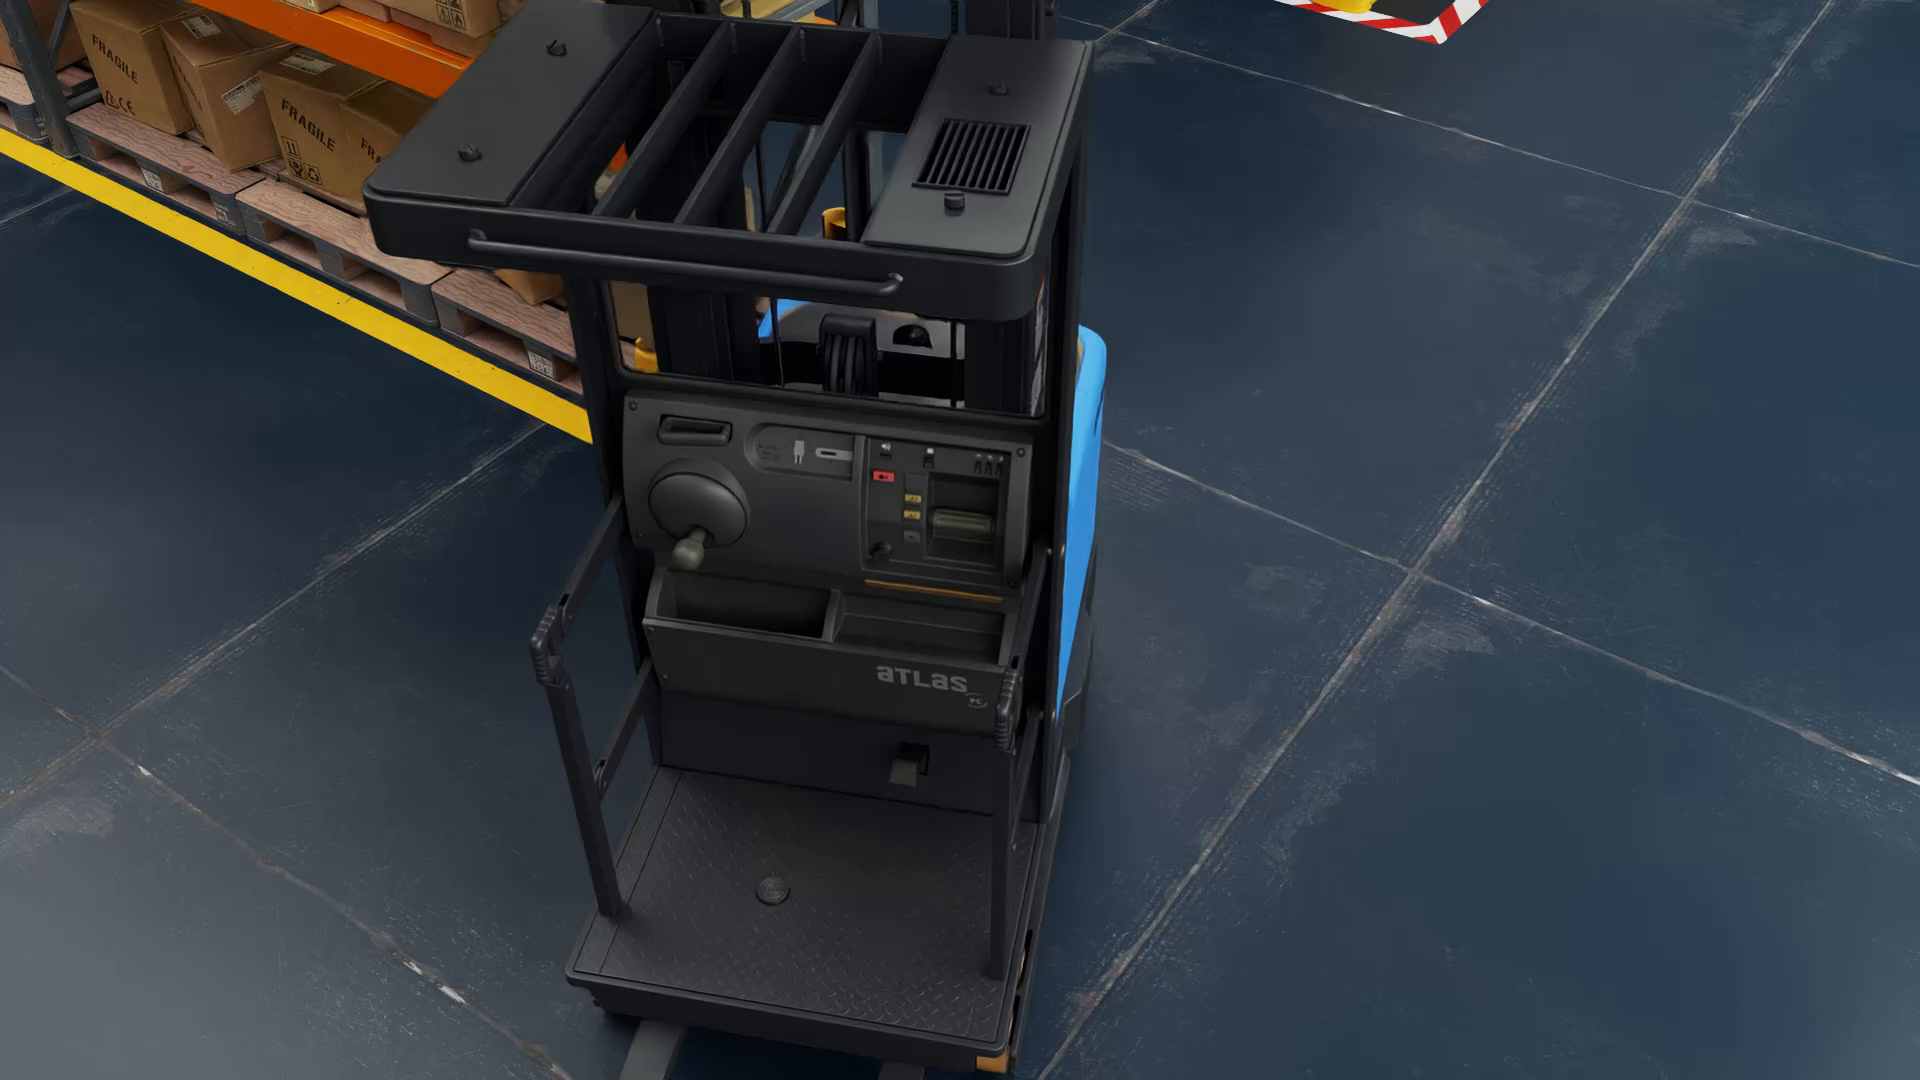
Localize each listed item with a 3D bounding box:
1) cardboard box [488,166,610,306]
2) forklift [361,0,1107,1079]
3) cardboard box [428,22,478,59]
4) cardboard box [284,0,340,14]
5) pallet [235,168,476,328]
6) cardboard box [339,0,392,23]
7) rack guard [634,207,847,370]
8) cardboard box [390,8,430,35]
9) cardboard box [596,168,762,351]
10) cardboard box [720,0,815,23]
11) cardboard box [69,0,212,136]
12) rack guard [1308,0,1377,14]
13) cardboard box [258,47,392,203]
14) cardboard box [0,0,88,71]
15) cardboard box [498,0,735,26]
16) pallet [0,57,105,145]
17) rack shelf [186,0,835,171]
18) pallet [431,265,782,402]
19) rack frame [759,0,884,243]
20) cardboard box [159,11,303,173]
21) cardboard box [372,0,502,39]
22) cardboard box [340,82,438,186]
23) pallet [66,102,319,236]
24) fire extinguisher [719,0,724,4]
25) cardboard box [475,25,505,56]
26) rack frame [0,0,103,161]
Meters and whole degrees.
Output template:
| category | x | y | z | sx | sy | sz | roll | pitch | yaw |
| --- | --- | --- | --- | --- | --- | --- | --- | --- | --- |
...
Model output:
| category | x | y | z | sx | sy | sz | roll | pitch | yaw |
| --- | --- | --- | --- | --- | --- | --- | --- | --- | --- |
| cardboard box | -1.626 | -1.323 | 6.539 | 0.500 | 0.500 | 0.500 | -29 | 49 | -28 |
| forklift | -0.343 | -0.012 | 3.566 | 1.130 | 2.935 | 3.031 | 7 | 42 | 8 |
| cardboard box | -1.601 | -1.811 | 5.713 | 0.250 | 0.149 | 0.380 | 25 | 48 | 25 |
| cardboard box | -2.255 | -2.060 | 5.991 | 0.250 | 0.149 | 0.380 | 25 | 48 | 25 |
| pallet | -2.317 | -1.428 | 7.187 | 1.213 | 0.211 | 1.003 | 25 | 48 | 25 |
| cardboard box | -2.000 | -2.013 | 5.938 | 0.250 | 0.149 | 0.380 | 25 | 48 | 25 |
| rack guard | -0.677 | -0.738 | 6.199 | 0.348 | 0.500 | 1.175 | 25 | 48 | 25 |
| cardboard box | -1.782 | -1.929 | 5.845 | 0.250 | 0.149 | 0.380 | 25 | 48 | 25 |
| cardboard box | -1.117 | -1.113 | 6.304 | 0.500 | 0.500 | 0.500 | -33 | 51 | -31 |
| cardboard box | -0.712 | -1.786 | 5.685 | 0.250 | 0.149 | 0.380 | 25 | 48 | 25 |
| cardboard box | -3.586 | -2.222 | 7.543 | 0.500 | 0.500 | 0.500 | 24 | 47 | 24 |
| rack guard | 2.335 | -3.369 | 9.140 | 0.348 | 0.500 | 1.175 | 25 | 48 | 25 |
| cardboard box | -2.559 | -1.812 | 7.085 | 0.500 | 0.500 | 0.500 | 21 | 46 | 22 |
| cardboard box | -4.380 | -2.651 | 8.008 | 0.500 | 0.500 | 0.700 | 22 | 46 | 22 |
| cardboard box | -1.050 | -2.014 | 5.453 | 0.500 | 0.500 | 0.875 | 25 | 48 | 25 |
| pallet | -4.528 | -2.430 | 8.307 | 1.213 | 0.211 | 1.003 | 25 | 48 | 25 |
| rack shelf | -2.253 | -2.138 | 6.429 | 4.000 | 0.370 | 1.077 | 25 | 48 | 25 |
| pallet | -1.322 | -0.960 | 6.665 | 1.213 | 0.211 | 1.003 | 25 | 48 | 25 |
| rack frame | -0.615 | -1.640 | 5.333 | 0.127 | 3.000 | 1.000 | 25 | 48 | 25 |
| cardboard box | -3.112 | -2.006 | 7.303 | 0.500 | 0.500 | 0.500 | -26 | 48 | -26 |
| cardboard box | -1.528 | -2.140 | 5.594 | 0.500 | 0.500 | 0.875 | 25 | 48 | 25 |
| cardboard box | -2.128 | -1.574 | 6.819 | 0.500 | 0.500 | 0.500 | 30 | 50 | 29 |
| pallet | -3.320 | -1.895 | 7.709 | 1.213 | 0.211 | 1.003 | 25 | 48 | 25 |
| fire extinguisher | -0.786 | -1.316 | 5.029 | 0.183 | 0.674 | 0.296 | 25 | 48 | 25 |
| cardboard box | -1.406 | -1.707 | 5.596 | 0.250 | 0.149 | 0.380 | 25 | 48 | 25 |
| rack frame | -3.890 | -3.172 | 7.045 | 0.127 | 3.000 | 1.000 | 25 | 48 | 25 |
